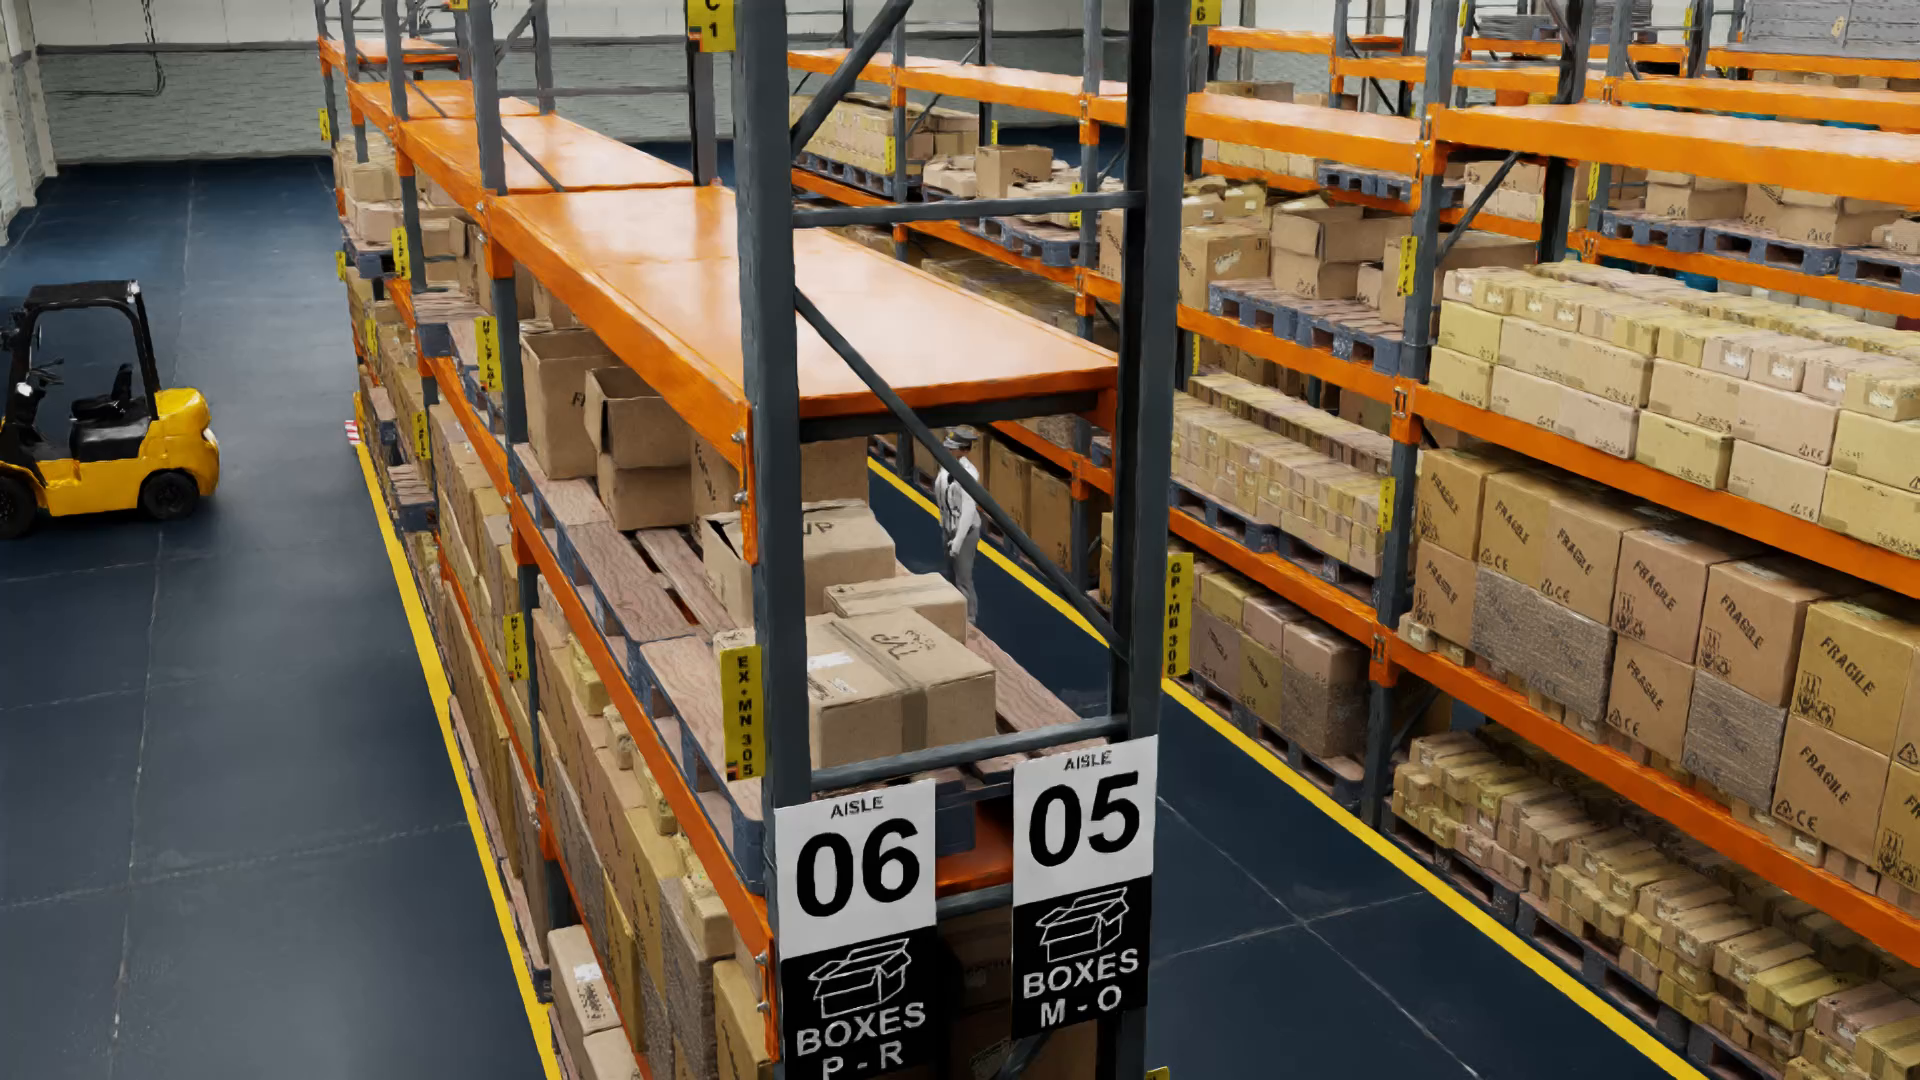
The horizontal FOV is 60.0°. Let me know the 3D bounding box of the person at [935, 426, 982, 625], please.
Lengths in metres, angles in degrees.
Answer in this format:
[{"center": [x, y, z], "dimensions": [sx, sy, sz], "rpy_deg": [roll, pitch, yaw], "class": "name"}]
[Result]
[{"center": [-0.025, -0.061, 12.915], "dimensions": [0.356, 1.686, 0.520], "rpy_deg": [-8, 20, -21], "class": "person"}]
